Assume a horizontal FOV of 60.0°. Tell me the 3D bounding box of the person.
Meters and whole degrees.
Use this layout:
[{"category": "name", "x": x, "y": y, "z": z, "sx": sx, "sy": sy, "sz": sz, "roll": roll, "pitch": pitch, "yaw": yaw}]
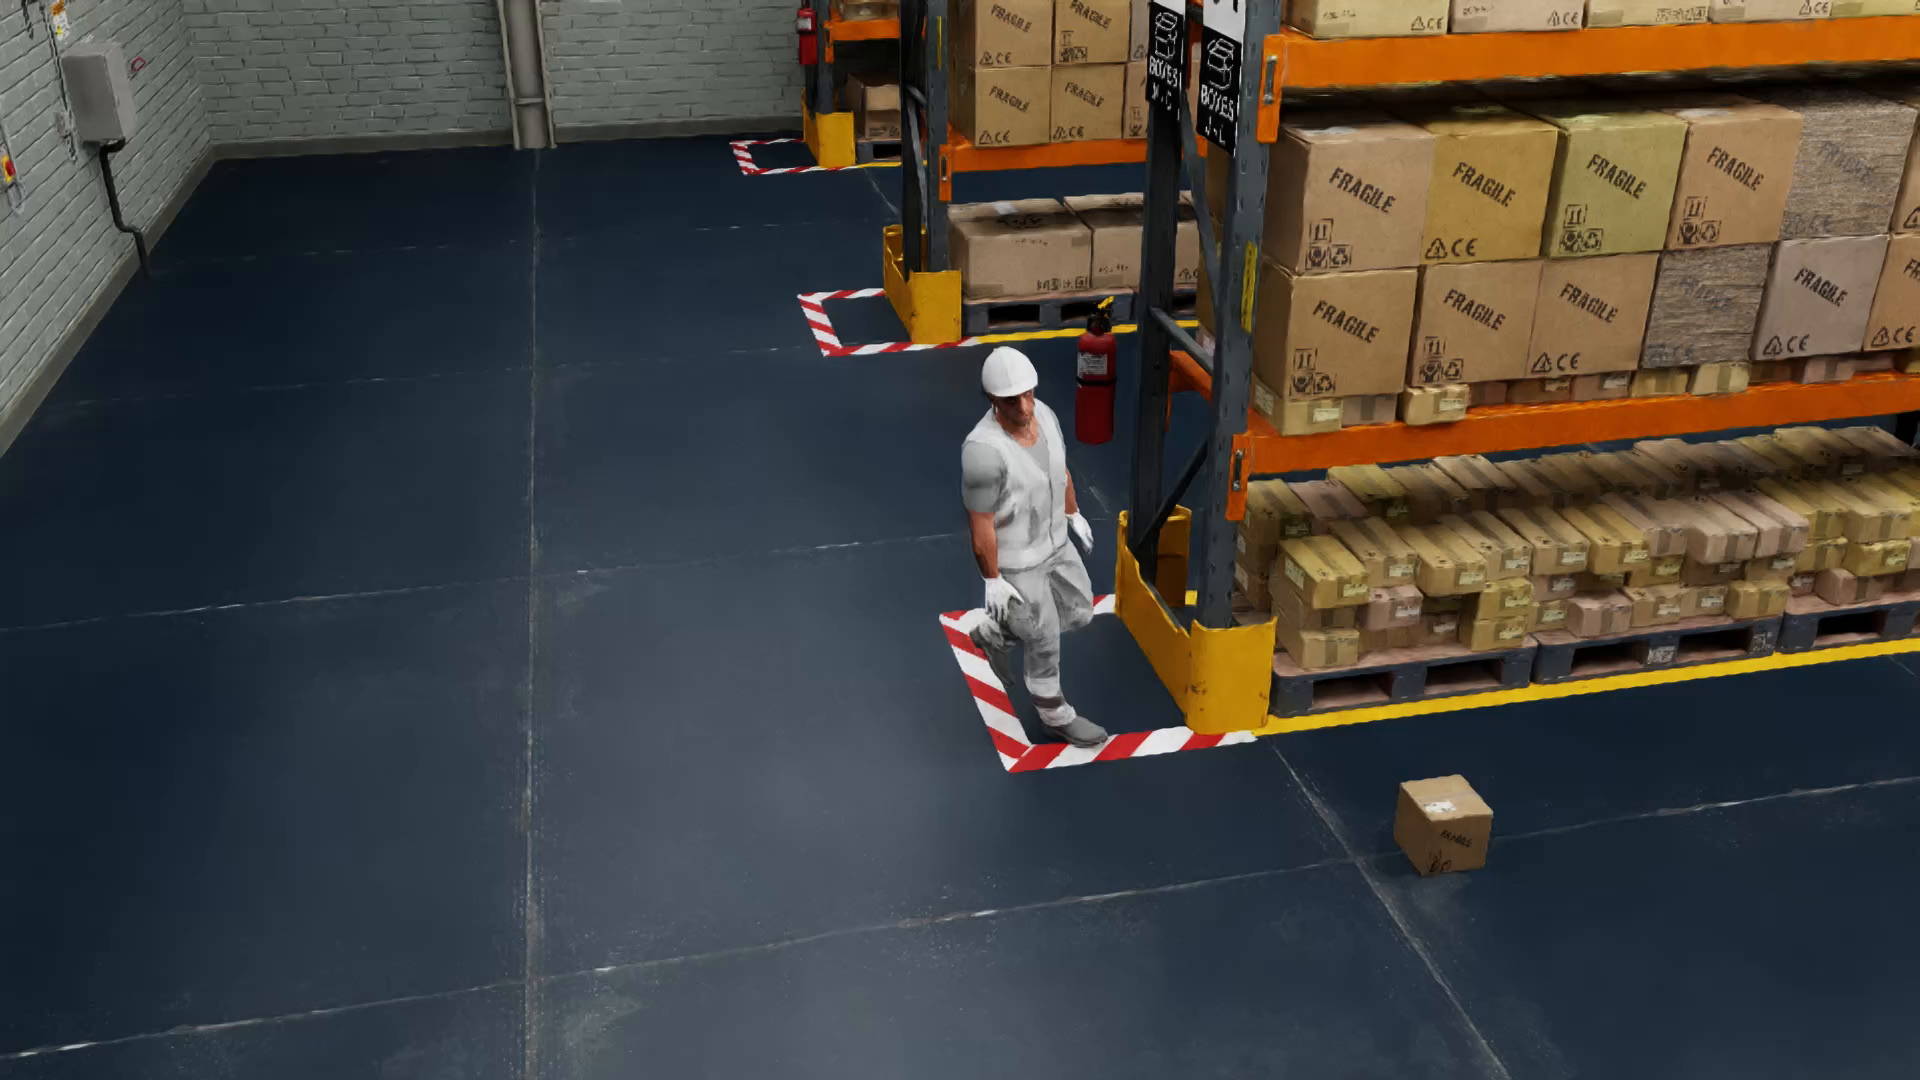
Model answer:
[{"category": "person", "x": 0.246, "y": 0.035, "z": 6.535, "sx": 0.683, "sy": 1.762, "sz": 0.684, "roll": 18, "pitch": 31, "yaw": 31}]
